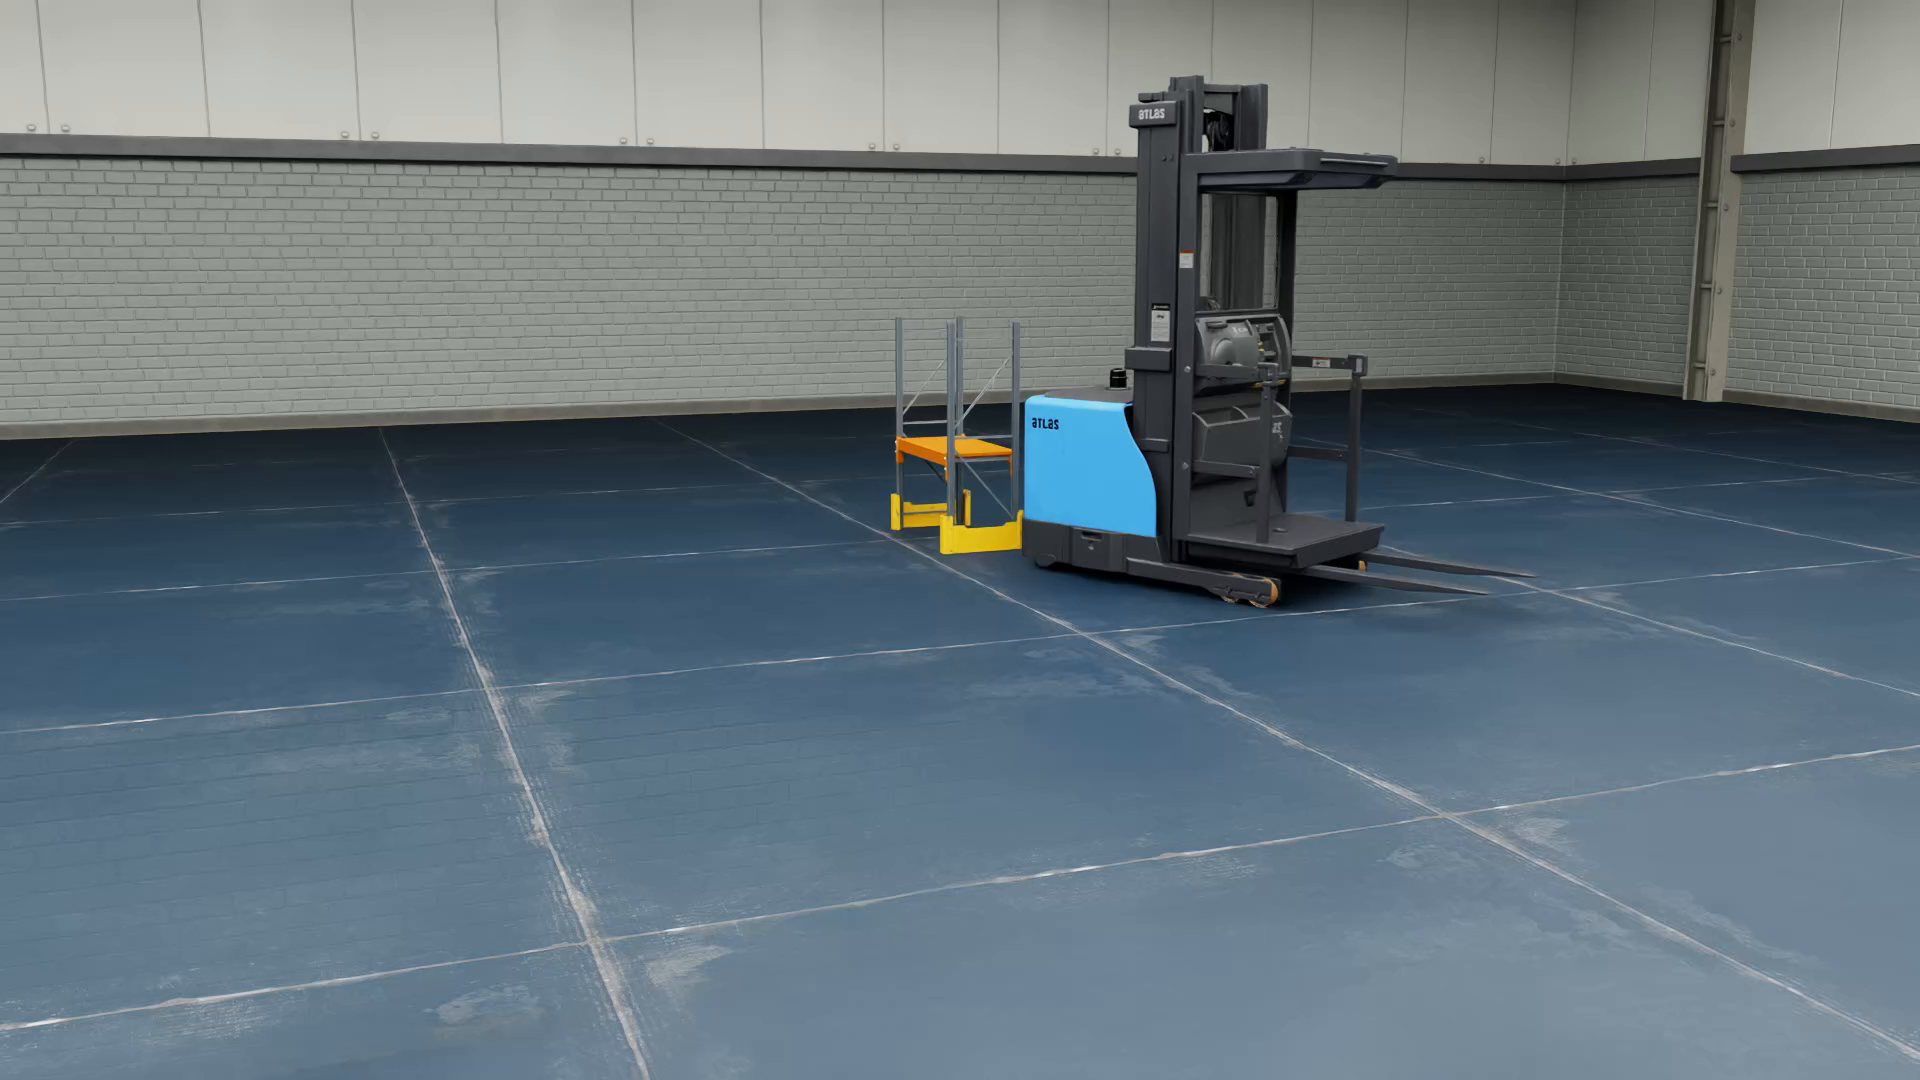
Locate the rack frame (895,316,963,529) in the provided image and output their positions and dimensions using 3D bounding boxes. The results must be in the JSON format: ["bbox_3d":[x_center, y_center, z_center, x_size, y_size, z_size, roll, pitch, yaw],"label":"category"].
[{"bbox_3d":[-0.215,-0.835,11.834,0.500,1.500,0.032,-4,11,-21],"label":"rack frame"}]

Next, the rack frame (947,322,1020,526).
[{"bbox_3d":[0.153,-0.669,10.901,0.500,1.500,0.032,-4,11,-21],"label":"rack frame"}]

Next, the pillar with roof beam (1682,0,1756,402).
[{"bbox_3d":[5.649,-5.973,19.302,9.100,9.000,0.400,-4,11,-21],"label":"pillar with roof beam"}]

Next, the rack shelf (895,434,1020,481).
[{"bbox_3d":[-0.031,-0.575,11.399,0.538,0.185,1.000,-4,11,-21],"label":"rack shelf"}]

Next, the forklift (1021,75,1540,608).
[{"bbox_3d":[1.819,-1.167,9.614,3.031,2.935,1.130,9,13,41],"label":"forklift"}]

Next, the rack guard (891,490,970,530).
[{"bbox_3d":[-0.208,-0.217,11.925,0.587,0.250,0.087,-4,11,-21],"label":"rack guard"}]

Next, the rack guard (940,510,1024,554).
[{"bbox_3d":[0.153,-0.054,11.011,0.587,0.250,0.087,-4,11,-21],"label":"rack guard"}]

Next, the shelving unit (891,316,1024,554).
[{"bbox_3d":[-0.028,-0.751,11.359,0.587,1.500,1.083,-4,11,-21],"label":"shelving unit"}]
